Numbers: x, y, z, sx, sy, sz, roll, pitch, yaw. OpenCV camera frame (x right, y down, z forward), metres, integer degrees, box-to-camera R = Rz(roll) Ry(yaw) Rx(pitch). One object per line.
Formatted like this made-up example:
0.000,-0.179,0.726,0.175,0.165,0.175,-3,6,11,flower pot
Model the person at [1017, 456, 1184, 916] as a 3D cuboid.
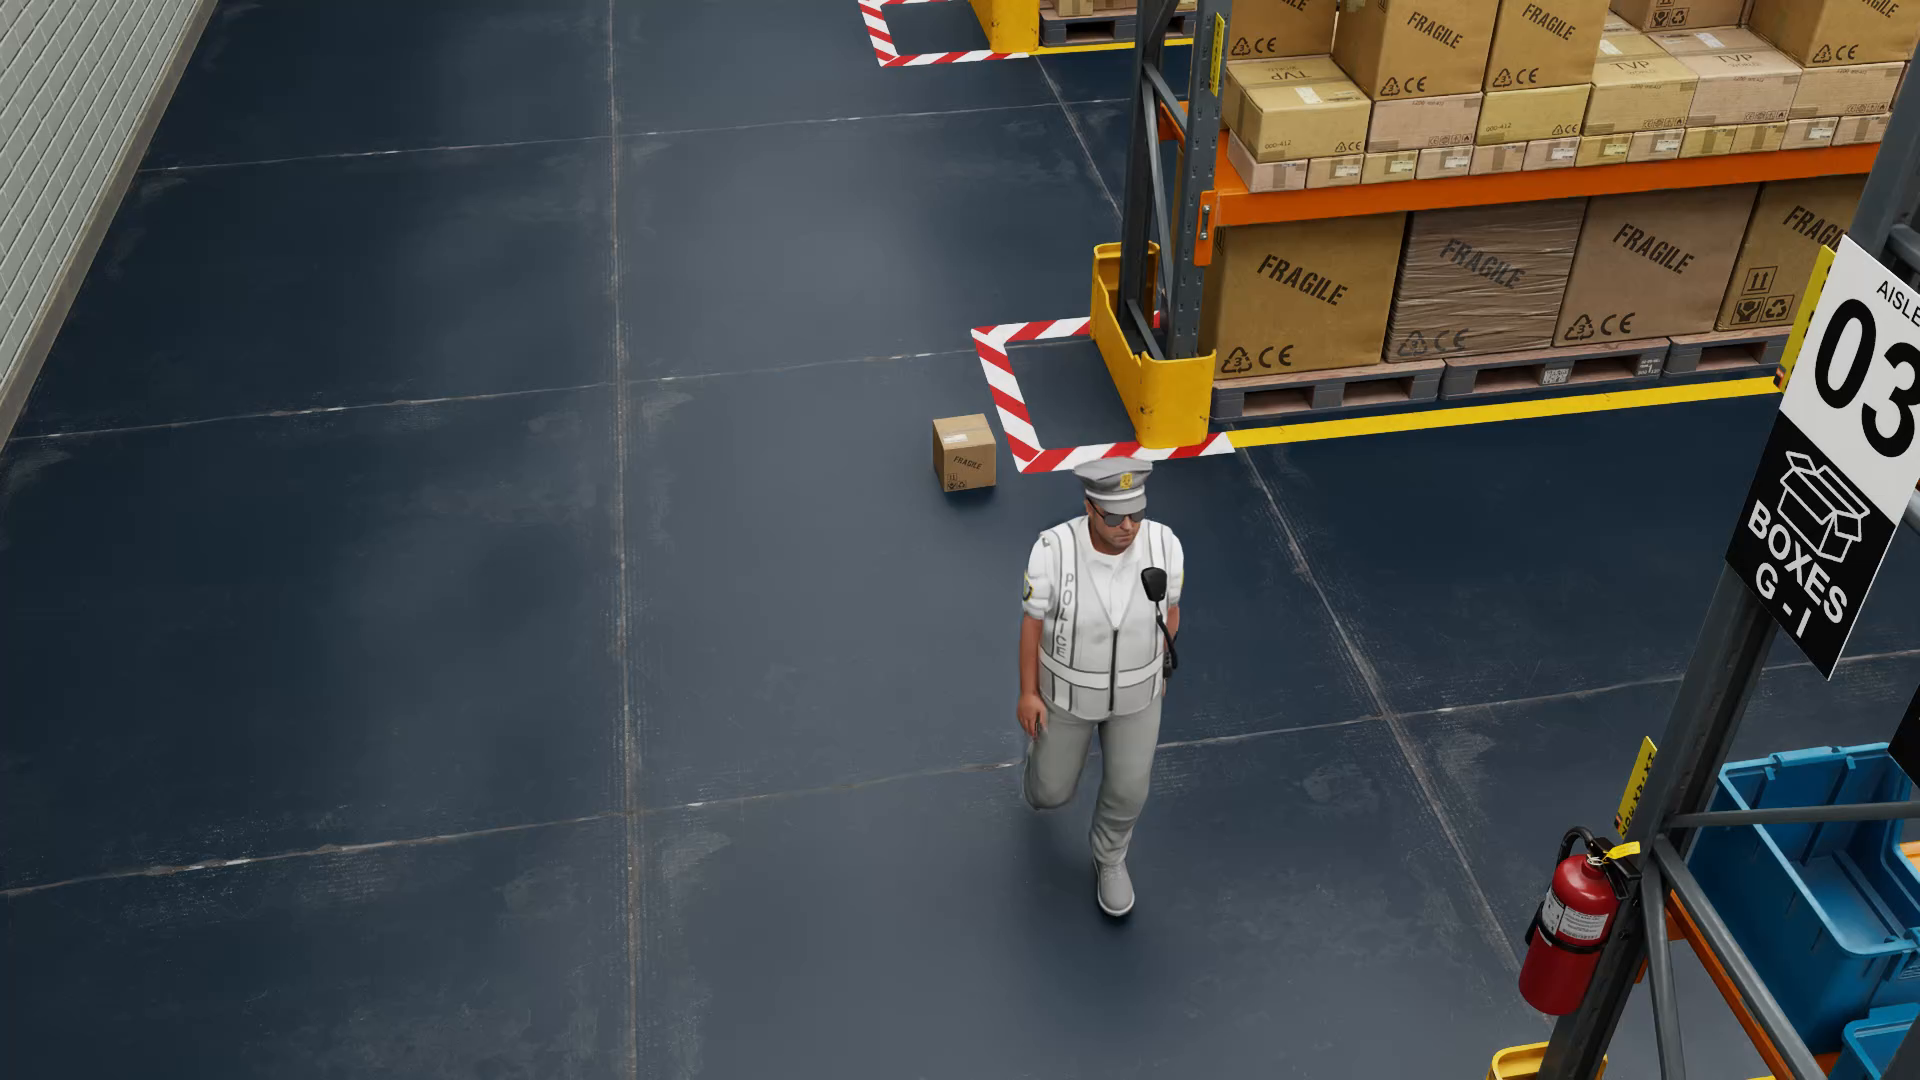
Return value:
0.453,0.439,5.537,0.545,1.755,0.679,-4,39,-6,person
